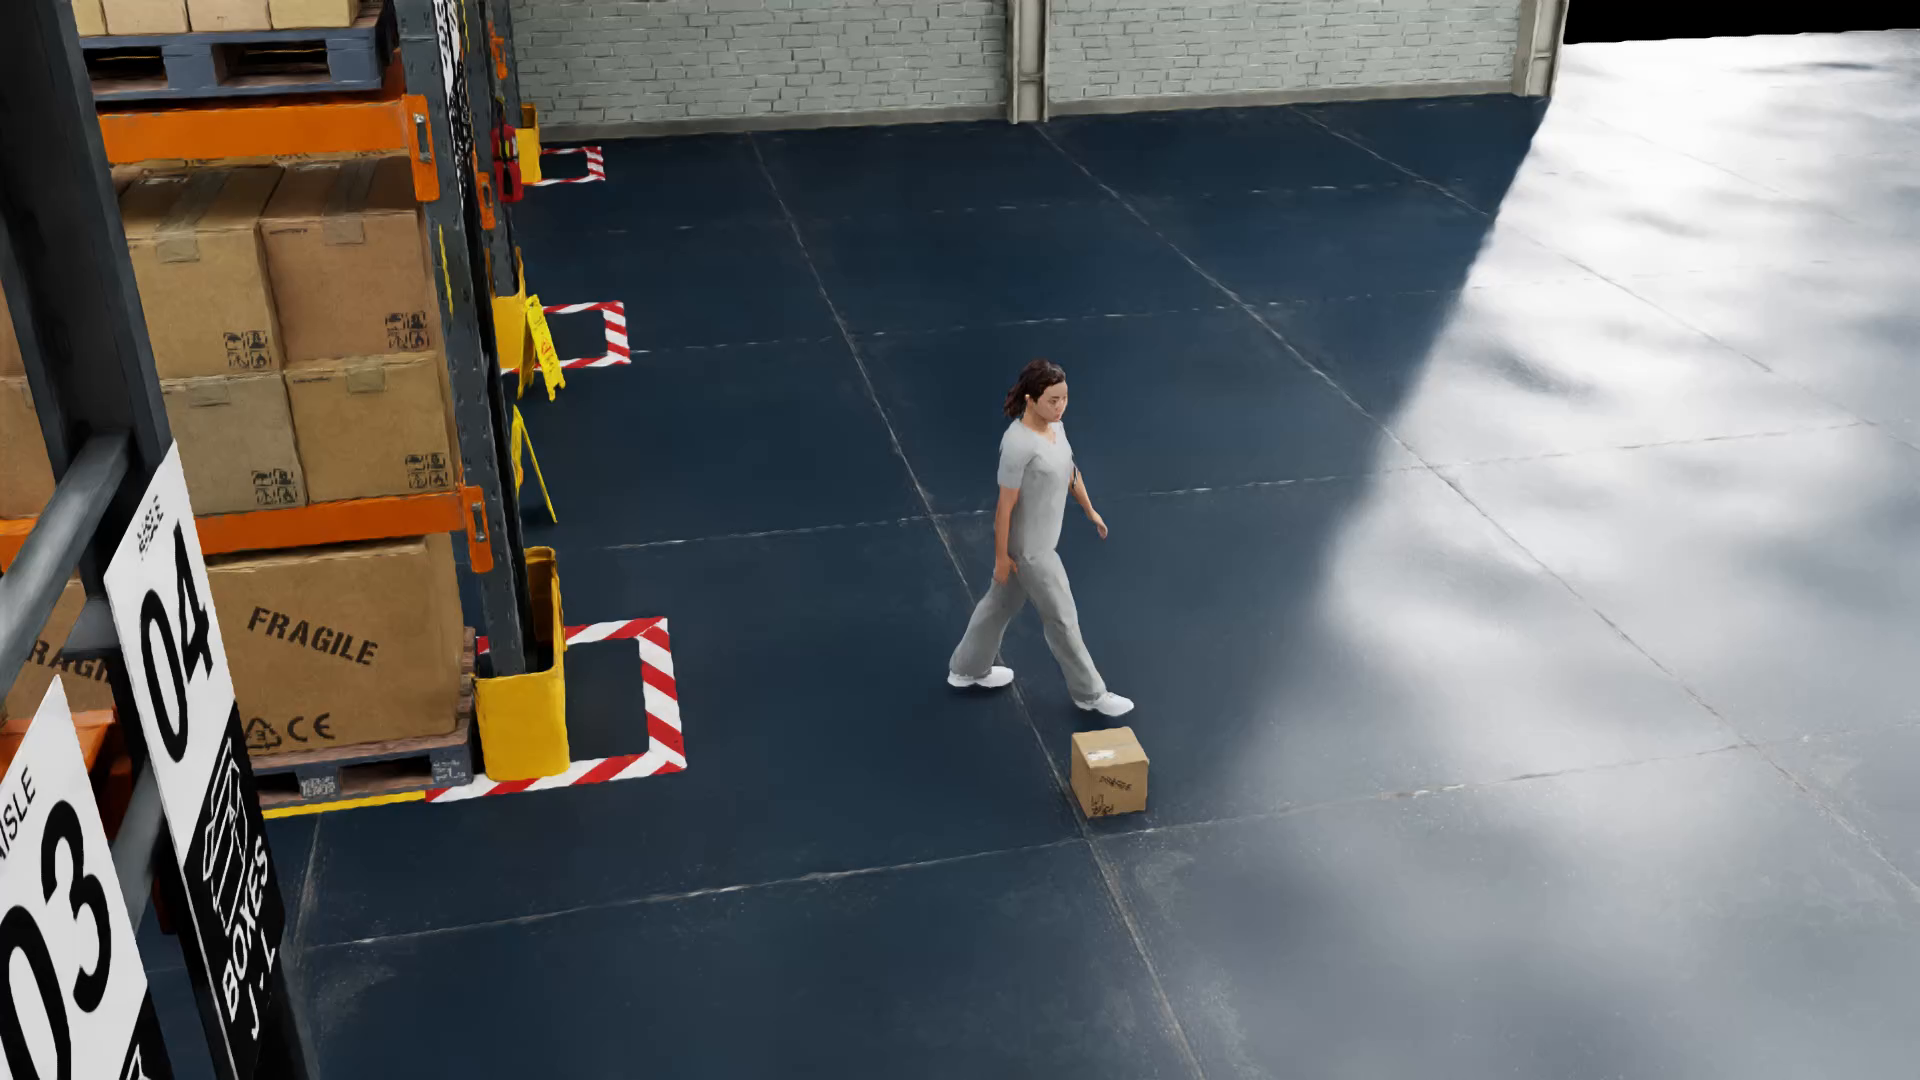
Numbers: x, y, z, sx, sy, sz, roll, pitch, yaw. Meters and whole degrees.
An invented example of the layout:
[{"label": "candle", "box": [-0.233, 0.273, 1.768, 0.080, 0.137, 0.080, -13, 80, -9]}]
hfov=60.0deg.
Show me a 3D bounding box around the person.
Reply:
[{"label": "person", "box": [0.373, -0.024, 7.149, 0.870, 1.643, 0.552, 8, 28, 15]}]
